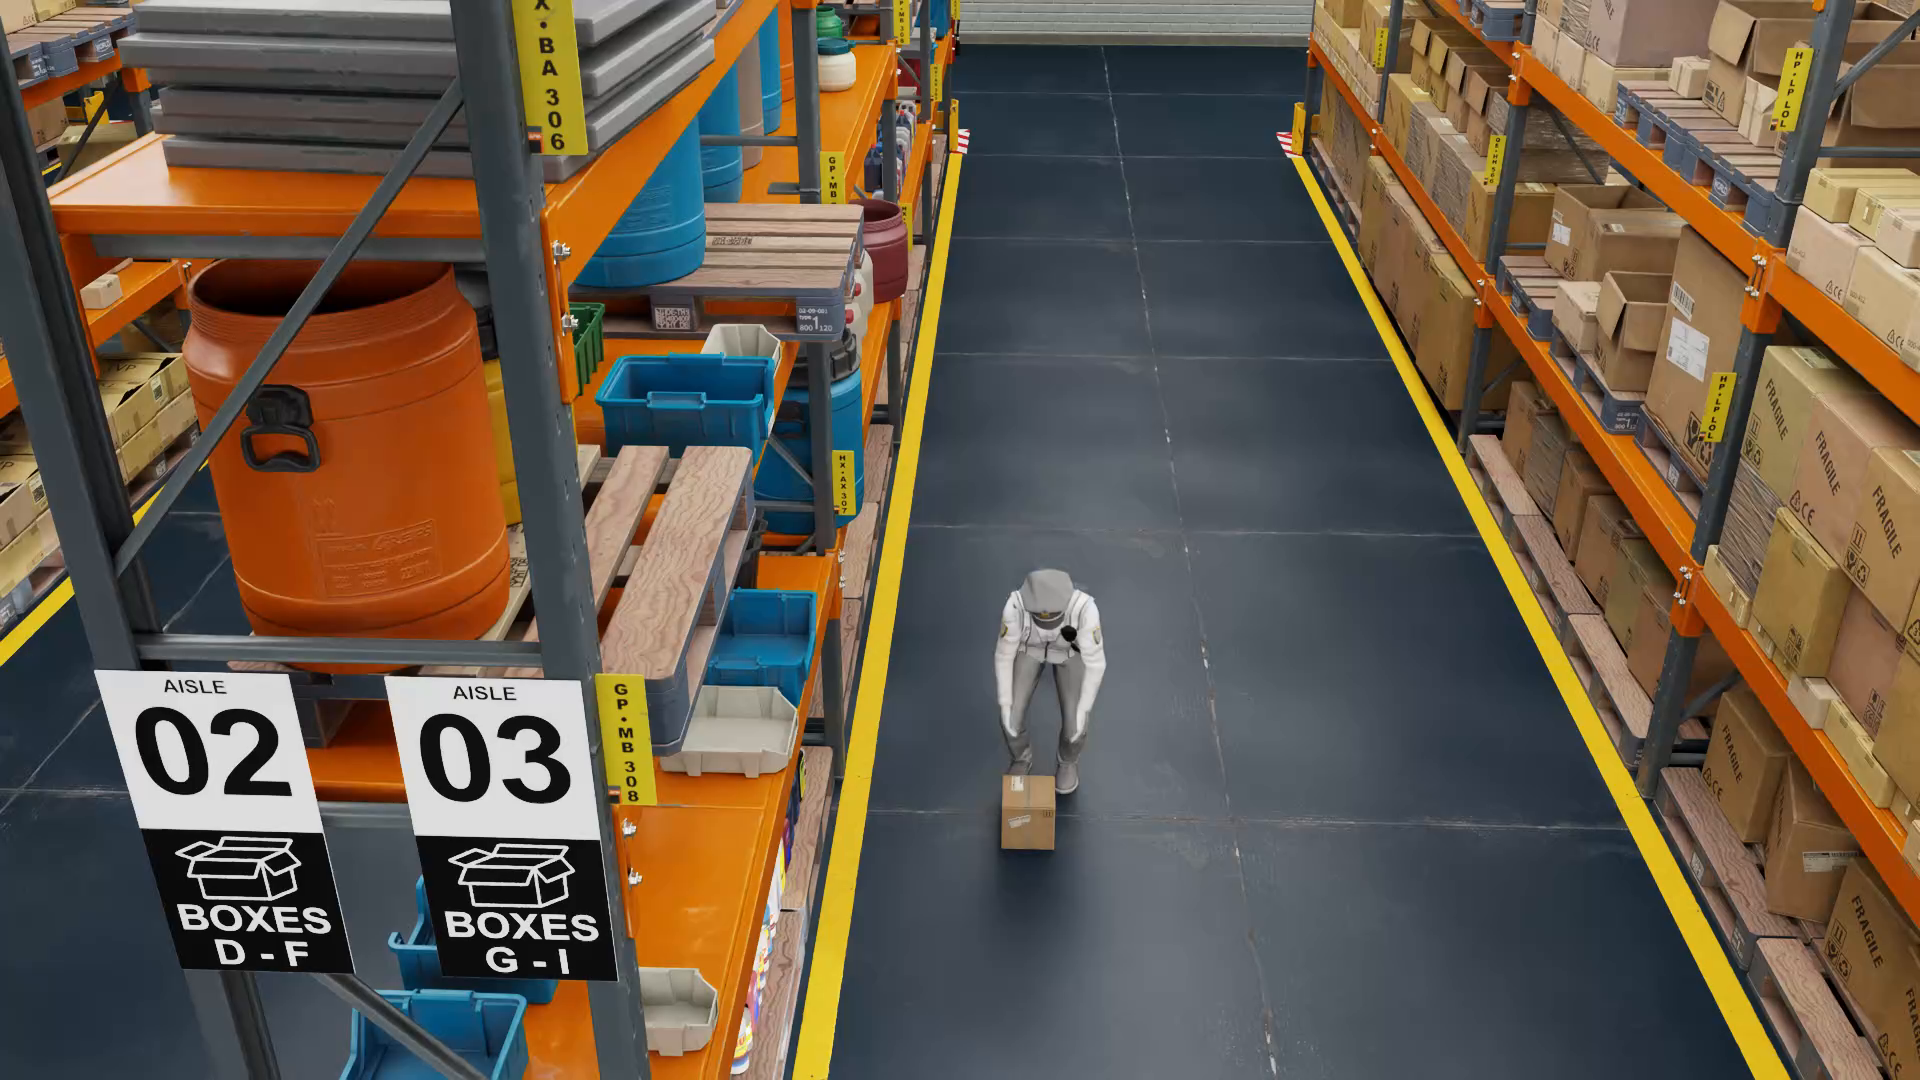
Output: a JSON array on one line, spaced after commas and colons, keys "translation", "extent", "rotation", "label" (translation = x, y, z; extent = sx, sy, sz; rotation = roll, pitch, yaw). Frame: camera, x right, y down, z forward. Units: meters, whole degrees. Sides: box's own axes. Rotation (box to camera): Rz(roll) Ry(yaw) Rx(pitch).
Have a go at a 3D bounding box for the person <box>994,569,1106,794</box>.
[{"translation": [0.439, 0.646, 8.008], "extent": [0.534, 1.320, 0.739], "rotation": [5, 29, 10], "label": "person"}]
